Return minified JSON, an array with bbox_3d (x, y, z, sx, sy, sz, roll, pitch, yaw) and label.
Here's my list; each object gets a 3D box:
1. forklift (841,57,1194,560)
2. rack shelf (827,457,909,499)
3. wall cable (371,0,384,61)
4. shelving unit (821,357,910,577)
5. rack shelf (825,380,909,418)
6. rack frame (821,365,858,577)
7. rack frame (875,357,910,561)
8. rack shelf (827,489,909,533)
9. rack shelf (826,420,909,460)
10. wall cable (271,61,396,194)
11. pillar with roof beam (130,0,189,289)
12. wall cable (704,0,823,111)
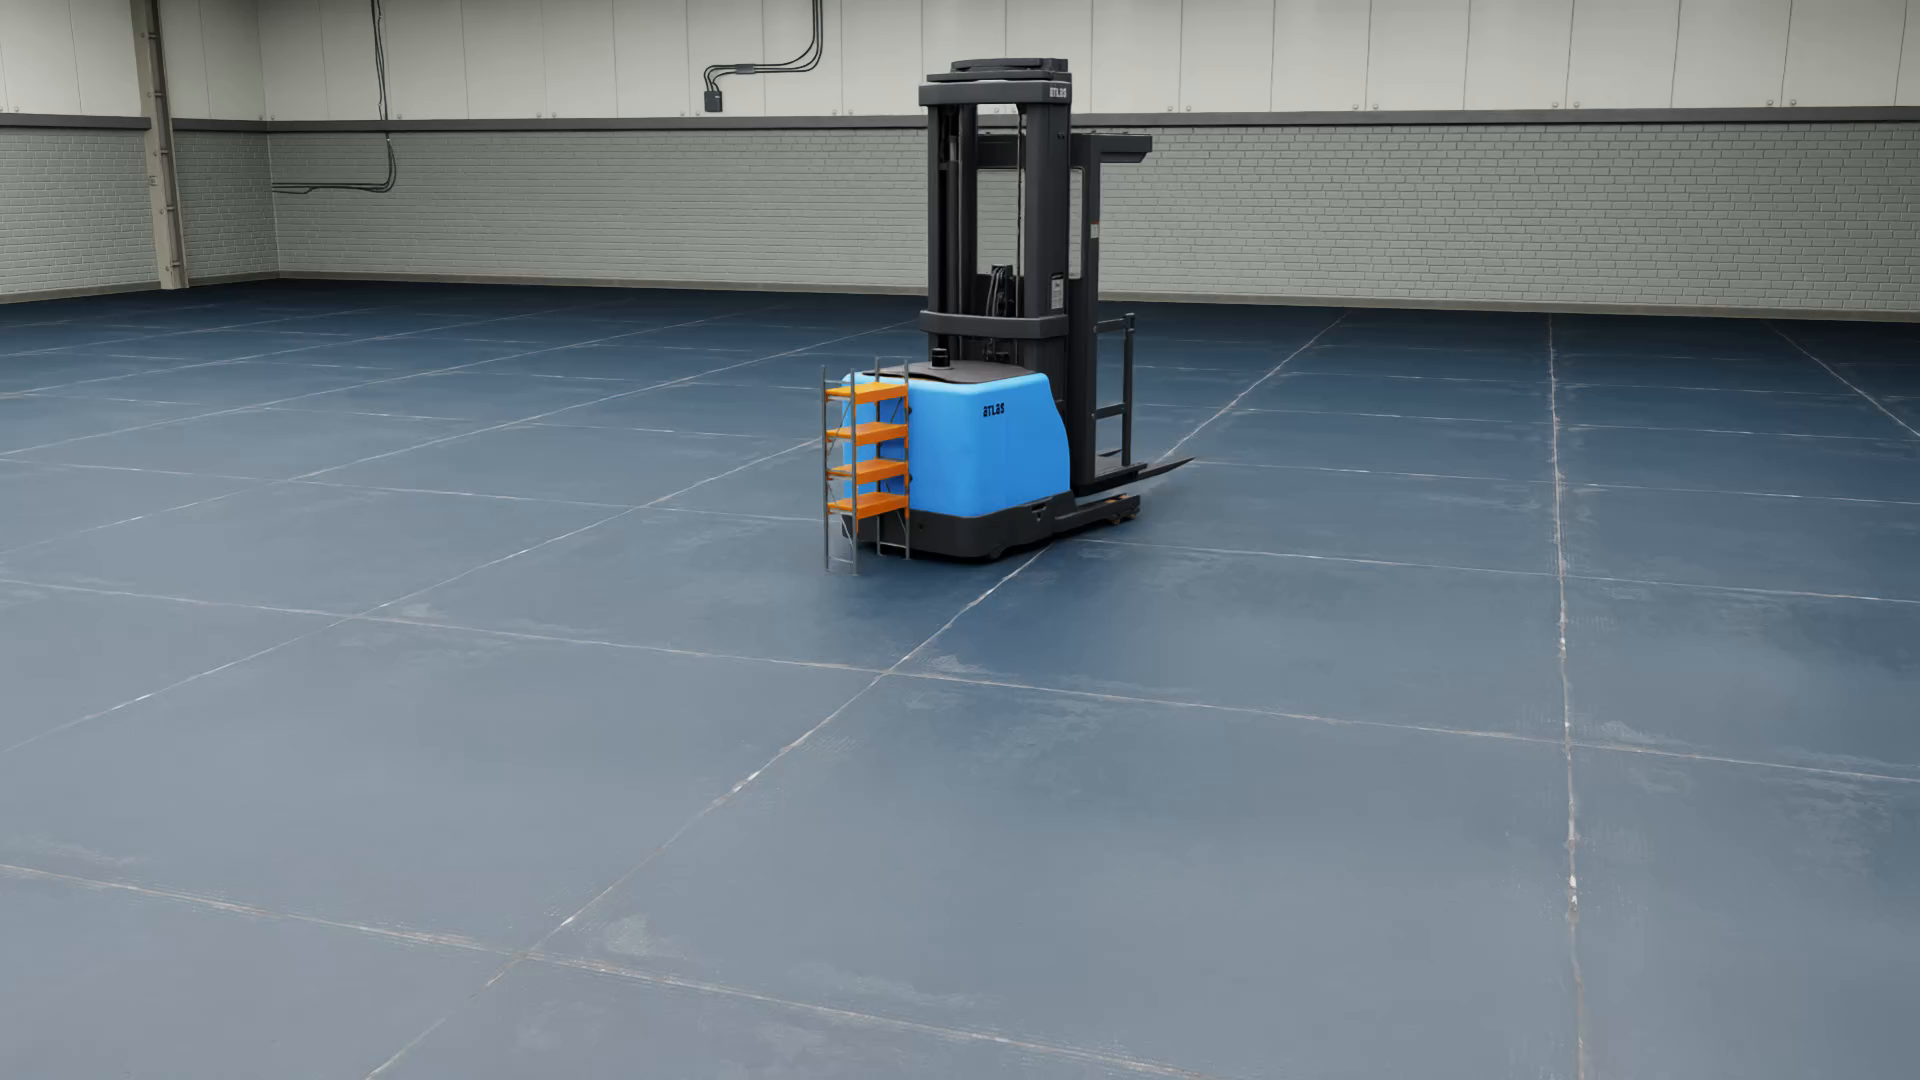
[{"bbox_3d":[0.546,-1.587,10.856,1.130,2.935,3.031,9,16,35],"label":"forklift"},{"bbox_3d":[-0.545,-0.366,9.699,0.258,0.148,0.480,9,16,35],"label":"rack shelf"},{"bbox_3d":[-9.925,-10.370,31.327,3.097,2.526,0.112,4,14,18],"label":"wall cable"},{"bbox_3d":[-0.545,-0.432,9.684,0.258,1.200,0.503,9,16,35],"label":"shelving unit"},{"bbox_3d":[-0.545,-0.815,9.597,0.258,0.148,0.480,9,16,35],"label":"rack shelf"},{"bbox_3d":[-0.689,-0.388,9.492,0.240,1.200,0.015,9,16,35],"label":"rack frame"},{"bbox_3d":[-0.400,-0.476,9.876,0.240,1.200,0.015,9,16,35],"label":"rack frame"},{"bbox_3d":[-0.545,-0.173,9.743,0.258,0.148,0.480,9,16,35],"label":"rack shelf"},{"bbox_3d":[-0.545,-0.584,9.649,0.258,0.148,0.480,9,16,35],"label":"rack shelf"},{"bbox_3d":[-12.485,-8.103,32.743,3.097,2.526,0.112,4,14,18],"label":"wall cable"},{"bbox_3d":[-10.616,-8.781,28.739,9.100,9.000,0.400,4,14,18],"label":"pillar with roof beam"},{"bbox_3d":[-3.507,-10.588,29.010,2.305,6.003,0.169,4,14,18],"label":"wall cable"}]
